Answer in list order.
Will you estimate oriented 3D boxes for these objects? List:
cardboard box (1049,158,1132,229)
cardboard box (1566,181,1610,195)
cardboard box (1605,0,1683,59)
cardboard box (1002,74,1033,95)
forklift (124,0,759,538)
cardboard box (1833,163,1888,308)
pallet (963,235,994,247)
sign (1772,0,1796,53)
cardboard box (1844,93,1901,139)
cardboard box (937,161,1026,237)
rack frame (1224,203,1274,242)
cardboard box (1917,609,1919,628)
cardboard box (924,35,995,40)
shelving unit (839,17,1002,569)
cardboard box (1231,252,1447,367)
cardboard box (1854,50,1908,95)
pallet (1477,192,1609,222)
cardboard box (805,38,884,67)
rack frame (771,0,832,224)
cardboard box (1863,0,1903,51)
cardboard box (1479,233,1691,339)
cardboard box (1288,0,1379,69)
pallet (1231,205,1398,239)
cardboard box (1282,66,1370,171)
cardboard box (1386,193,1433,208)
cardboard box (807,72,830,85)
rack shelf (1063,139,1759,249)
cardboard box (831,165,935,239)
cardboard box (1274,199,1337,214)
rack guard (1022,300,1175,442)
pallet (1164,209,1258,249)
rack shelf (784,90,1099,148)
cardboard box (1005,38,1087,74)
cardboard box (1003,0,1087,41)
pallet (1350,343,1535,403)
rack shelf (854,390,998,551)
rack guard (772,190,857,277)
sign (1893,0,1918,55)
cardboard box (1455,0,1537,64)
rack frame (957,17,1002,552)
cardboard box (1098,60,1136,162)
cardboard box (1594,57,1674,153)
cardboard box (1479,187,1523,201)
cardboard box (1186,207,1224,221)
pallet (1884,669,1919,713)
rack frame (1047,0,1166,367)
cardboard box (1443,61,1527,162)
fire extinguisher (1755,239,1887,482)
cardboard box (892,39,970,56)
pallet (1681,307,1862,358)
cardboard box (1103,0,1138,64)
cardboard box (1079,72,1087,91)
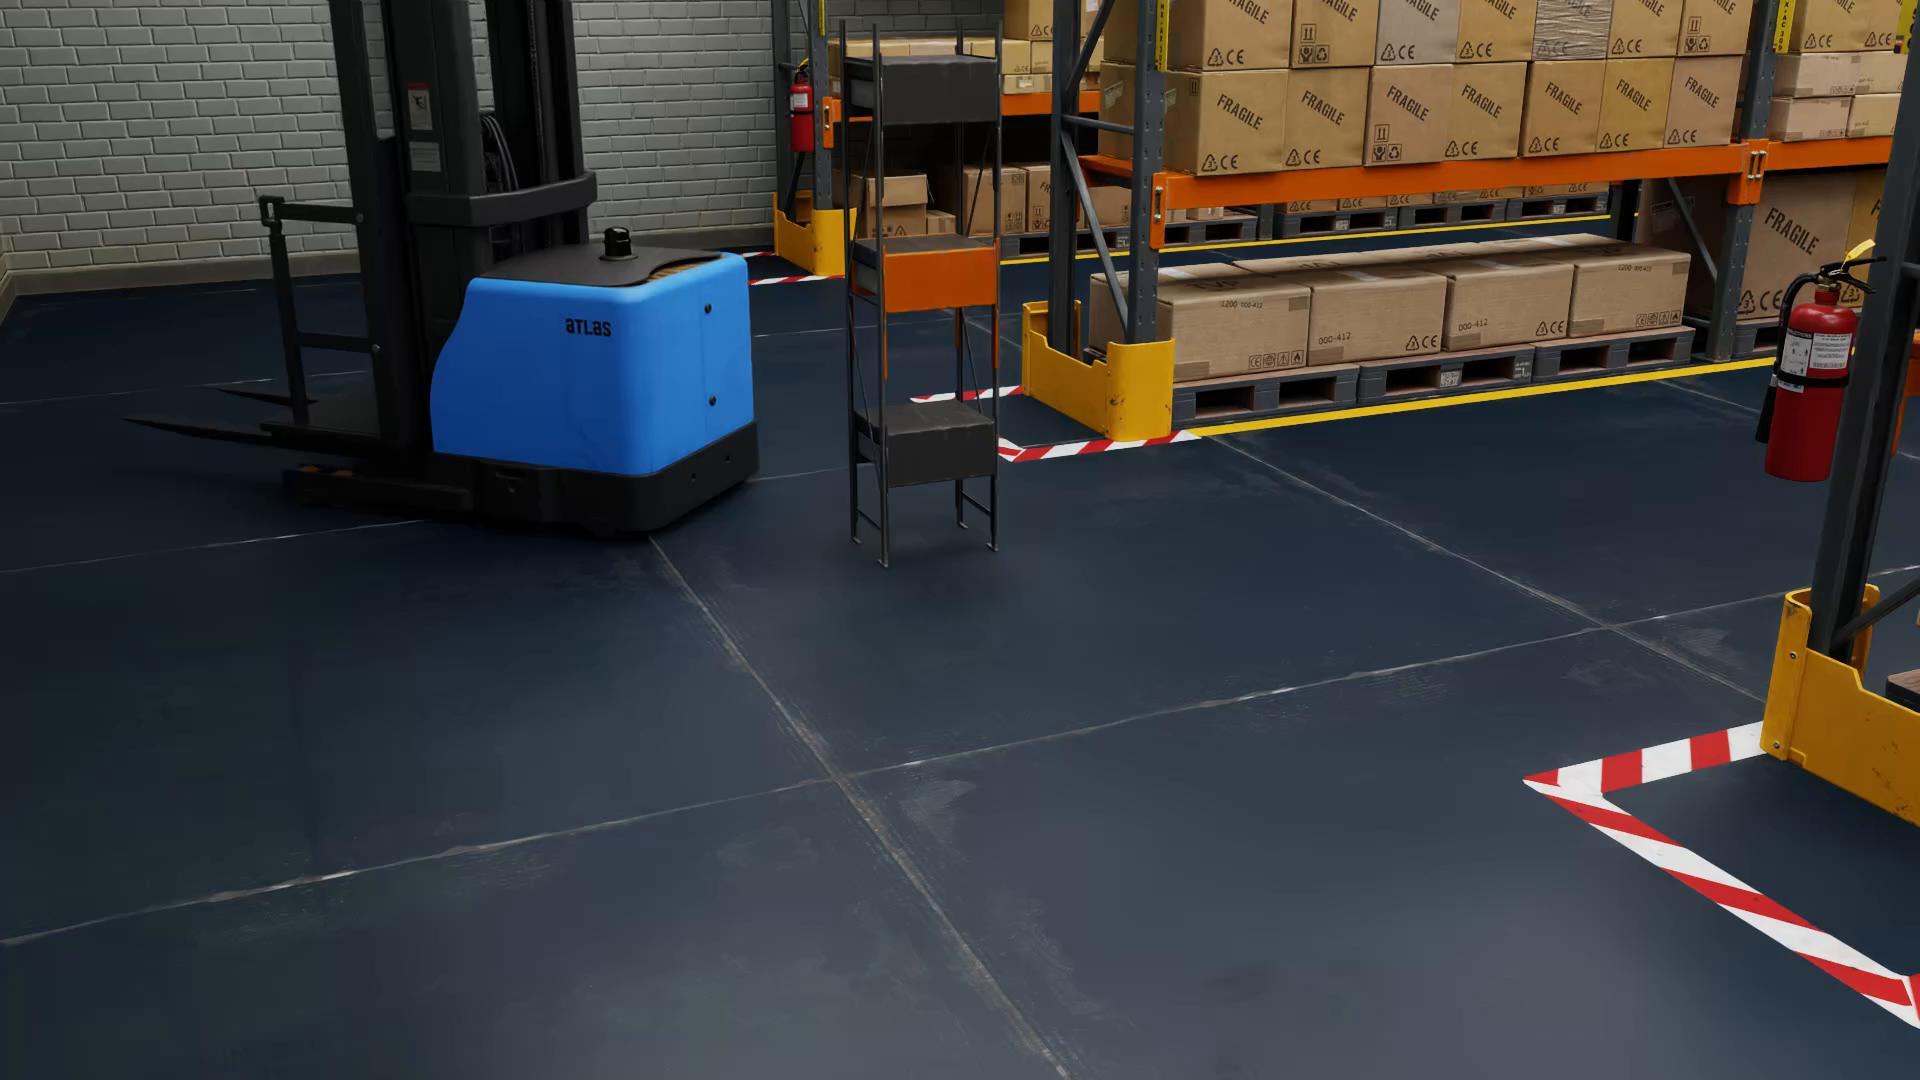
[{"bbox_3d":[1.122,-2.928,13.952,0.500,0.500,0.700,-9,21,-24],"label":"cardboard box"},{"bbox_3d":[5.812,-3.570,15.776,0.500,0.500,0.500,-8,21,-20],"label":"cardboard box"},{"bbox_3d":[3.619,-2.941,9.202,0.500,0.500,0.500,-8,21,-23],"label":"cardboard box"},{"bbox_3d":[0.383,-3.615,13.151,0.250,0.149,0.380,-9,21,-23],"label":"cardboard box"},{"bbox_3d":[-2.504,-1.681,7.384,3.031,2.935,1.130,7,21,20],"label":"forklift"},{"bbox_3d":[5.776,-2.056,10.911,0.875,0.875,0.875,-8,21,-20],"label":"cardboard box"},{"bbox_3d":[-0.429,-2.420,13.576,1.213,0.211,1.003,-8,21,-22],"label":"pallet"},{"bbox_3d":[4.633,-2.910,9.346,0.005,0.325,0.100,-8,21,-22],"label":"sign"},{"bbox_3d":[5.395,-2.608,10.138,0.500,0.250,0.500,-9,21,-23],"label":"cardboard box"},{"bbox_3d":[0.169,-2.791,13.564,0.500,0.500,0.700,-7,21,-20],"label":"cardboard box"},{"bbox_3d":[2.442,-4.146,14.281,0.127,3.000,1.000,-8,21,-22],"label":"rack frame"},{"bbox_3d":[3.164,0.239,5.038,0.250,0.149,0.380,-9,21,-23],"label":"cardboard box"},{"bbox_3d":[0.017,-3.962,13.536,0.500,0.250,0.500,-7,21,-20],"label":"cardboard box"},{"bbox_3d":[-0.152,-0.969,6.611,0.503,2.100,0.431,-8,21,-22],"label":"shelving unit"},{"bbox_3d":[2.143,-1.336,9.527,0.875,0.438,0.875,-8,21,-20],"label":"cardboard box"},{"bbox_3d":[5.395,-2.847,10.064,0.500,0.250,0.500,-8,21,-21],"label":"cardboard box"},{"bbox_3d":[5.415,-3.270,15.992,1.213,0.211,1.003,-8,21,-22],"label":"pallet"},{"bbox_3d":[-0.913,-3.831,13.163,0.500,0.250,0.500,-8,21,-20],"label":"cardboard box"},{"bbox_3d":[-1.230,-3.620,12.786,0.127,3.000,1.000,-8,21,-22],"label":"rack frame"},{"bbox_3d":[5.386,-3.197,9.930,0.500,0.500,0.500,-8,21,-22],"label":"cardboard box"},{"bbox_3d":[3.793,-1.573,10.197,0.875,0.438,0.875,-8,21,-23],"label":"cardboard box"},{"bbox_3d":[1.764,-2.672,8.438,0.500,0.500,0.500,-9,21,-23],"label":"cardboard box"},{"bbox_3d":[3.174,-2.949,15.080,1.213,0.211,1.003,-8,21,-22],"label":"pallet"},{"bbox_3d":[1.747,-2.204,8.616,0.500,0.500,0.500,-8,21,-23],"label":"cardboard box"},{"bbox_3d":[3.921,-3.297,15.002,0.500,0.500,0.500,-9,21,-24],"label":"cardboard box"},{"bbox_3d":[-1.032,-3.627,13.184,0.250,0.149,0.380,-8,21,-23],"label":"cardboard box"},{"bbox_3d":[2.576,-2.030,9.355,4.000,0.370,1.077,-8,21,-22],"label":"rack shelf"},{"bbox_3d":[-0.631,-2.692,13.278,0.637,0.503,0.797,-9,21,-24],"label":"cardboard box"},{"bbox_3d":[2.976,-3.160,14.612,0.500,0.500,0.500,-7,21,-20],"label":"cardboard box"},{"bbox_3d":[0.717,-0.924,8.895,0.348,0.500,1.175,-8,21,-22],"label":"rack guard"},{"bbox_3d":[1.811,-2.741,14.488,1.213,0.211,1.003,-8,21,-22],"label":"pallet"},{"bbox_3d":[0.606,-3.544,13.653,4.000,0.370,1.077,-8,21,-22],"label":"rack shelf"},{"bbox_3d":[0.681,-3.875,13.288,0.500,0.250,0.500,-9,21,-23],"label":"cardboard box"},{"bbox_3d":[0.670,-4.218,13.134,0.500,0.500,0.500,-8,21,-21],"label":"cardboard box"},{"bbox_3d":[2.561,-1.080,9.770,1.213,0.211,1.003,-8,21,-22],"label":"pallet"},{"bbox_3d":[-0.152,-0.295,6.848,0.480,0.518,0.431,-8,21,-22],"label":"rack shelf"},{"bbox_3d":[-1.161,-2.451,13.230,0.348,0.500,1.175,-8,21,-22],"label":"rack guard"},{"bbox_3d":[2.591,-1.478,4.483,0.005,0.325,0.100,-8,21,-22],"label":"sign"},{"bbox_3d":[2.692,-2.808,8.824,0.500,0.500,0.500,-8,21,-22],"label":"cardboard box"},{"bbox_3d":[0.072,-1.001,6.703,0.015,2.100,0.400,-8,21,-22],"label":"rack frame"},{"bbox_3d":[1.077,-2.298,8.881,0.500,0.500,0.500,-8,21,-22],"label":"cardboard box"},{"bbox_3d":[3.617,-2.472,9.375,0.500,0.500,0.500,-9,21,-23],"label":"cardboard box"},{"bbox_3d":[4.869,-3.438,15.401,0.500,0.500,0.500,-7,21,-20],"label":"cardboard box"},{"bbox_3d":[2.047,-2.837,14.222,0.250,0.149,0.380,-9,21,-24],"label":"cardboard box"},{"bbox_3d":[3.622,0.599,5.004,1.213,0.211,1.003,-8,21,-22],"label":"pallet"},{"bbox_3d":[0.739,-2.107,8.489,0.127,3.000,1.000,-8,21,-22],"label":"rack frame"},{"bbox_3d":[2.675,-2.337,8.992,0.500,0.500,0.500,-7,21,-20],"label":"cardboard box"},{"bbox_3d":[2.379,-0.506,4.620,0.183,0.674,0.296,-8,21,-22],"label":"fire extinguisher"},{"bbox_3d":[-0.244,-3.733,12.886,0.500,0.250,0.500,-8,21,-21],"label":"cardboard box"},{"bbox_3d":[5.091,-1.442,10.800,1.213,0.211,1.003,-8,21,-22],"label":"pallet"},{"bbox_3d":[1.088,-2.761,8.692,0.500,0.500,0.500,-7,21,-20],"label":"cardboard box"},{"bbox_3d":[0.826,-3.711,13.423,0.250,0.149,0.380,-8,21,-22],"label":"cardboard box"}]
